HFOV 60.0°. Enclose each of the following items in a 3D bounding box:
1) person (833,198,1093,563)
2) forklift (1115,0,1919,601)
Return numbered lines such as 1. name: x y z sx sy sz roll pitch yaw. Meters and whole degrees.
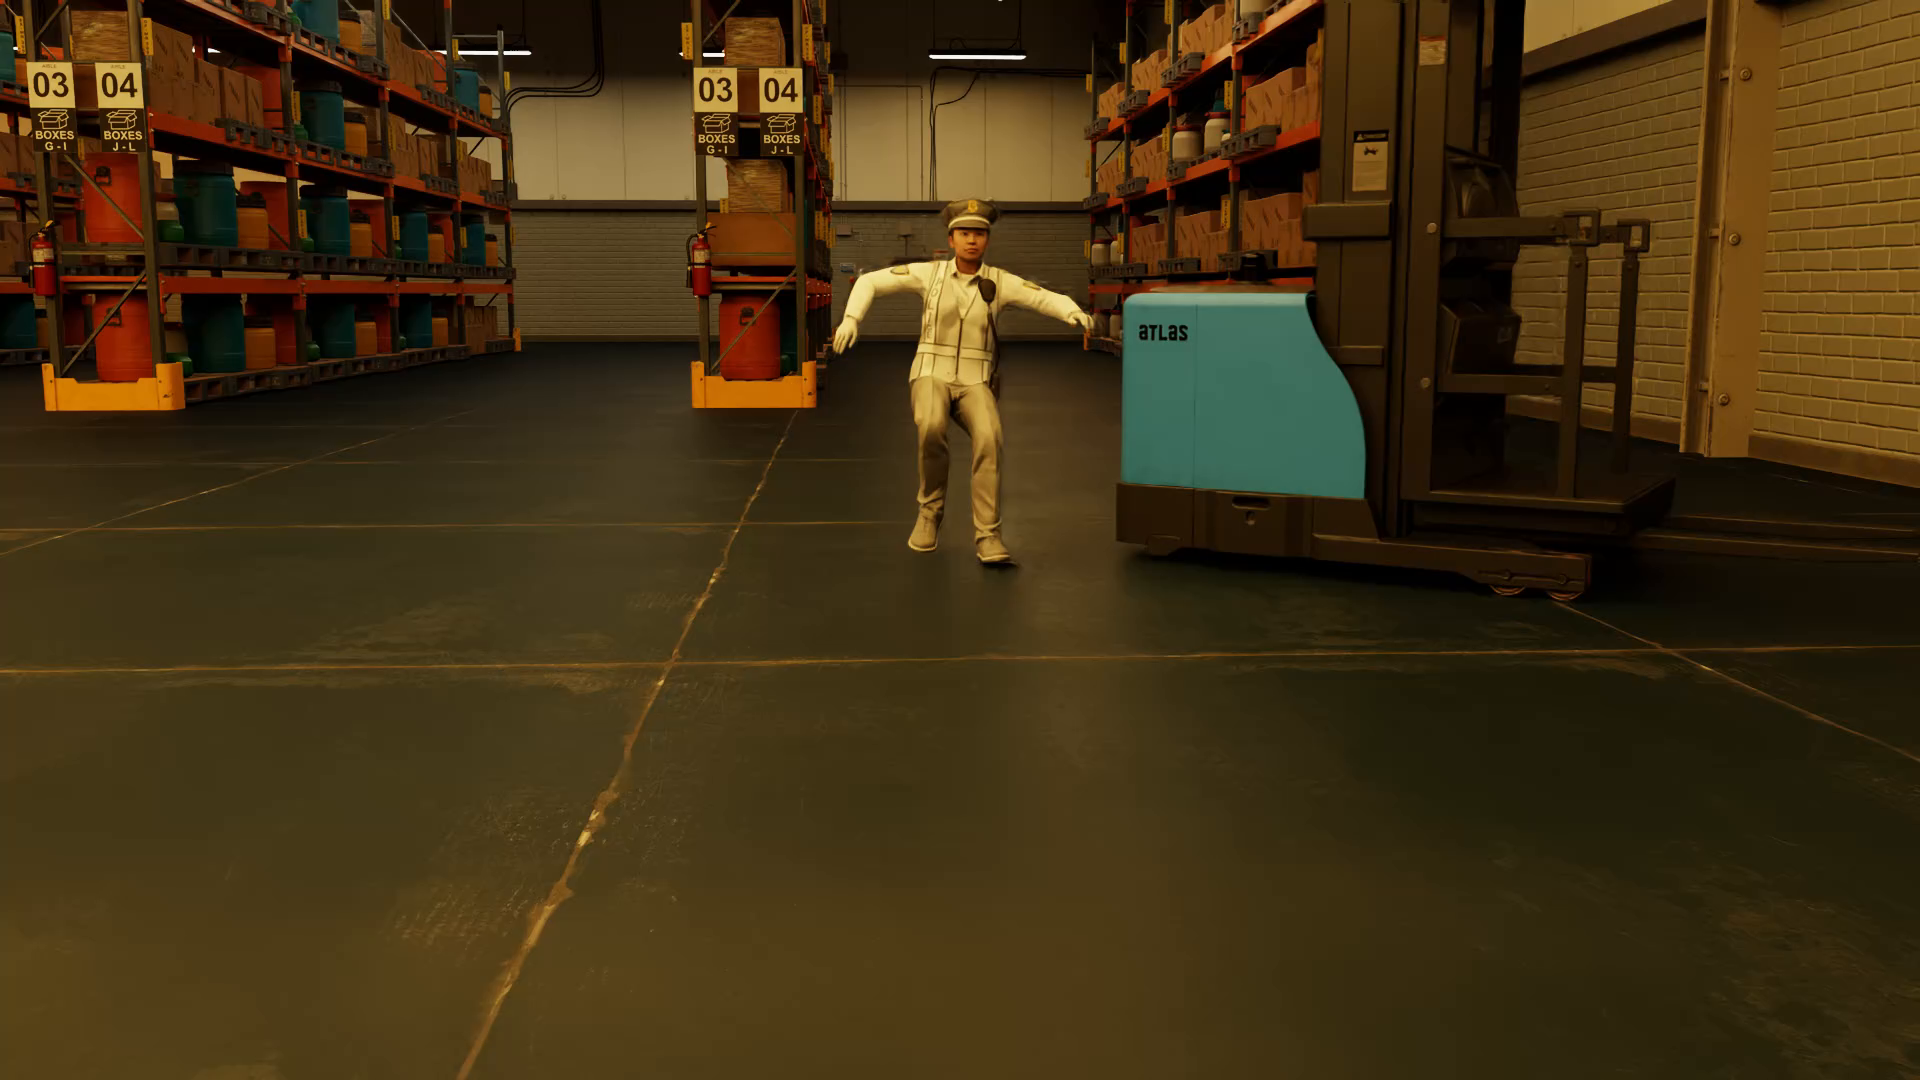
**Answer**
1. person: -0.001 -0.667 6.795 1.013 1.458 0.808 -1 9 -9
2. forklift: 2.164 -1.324 6.244 3.031 2.935 1.130 5 10 31
